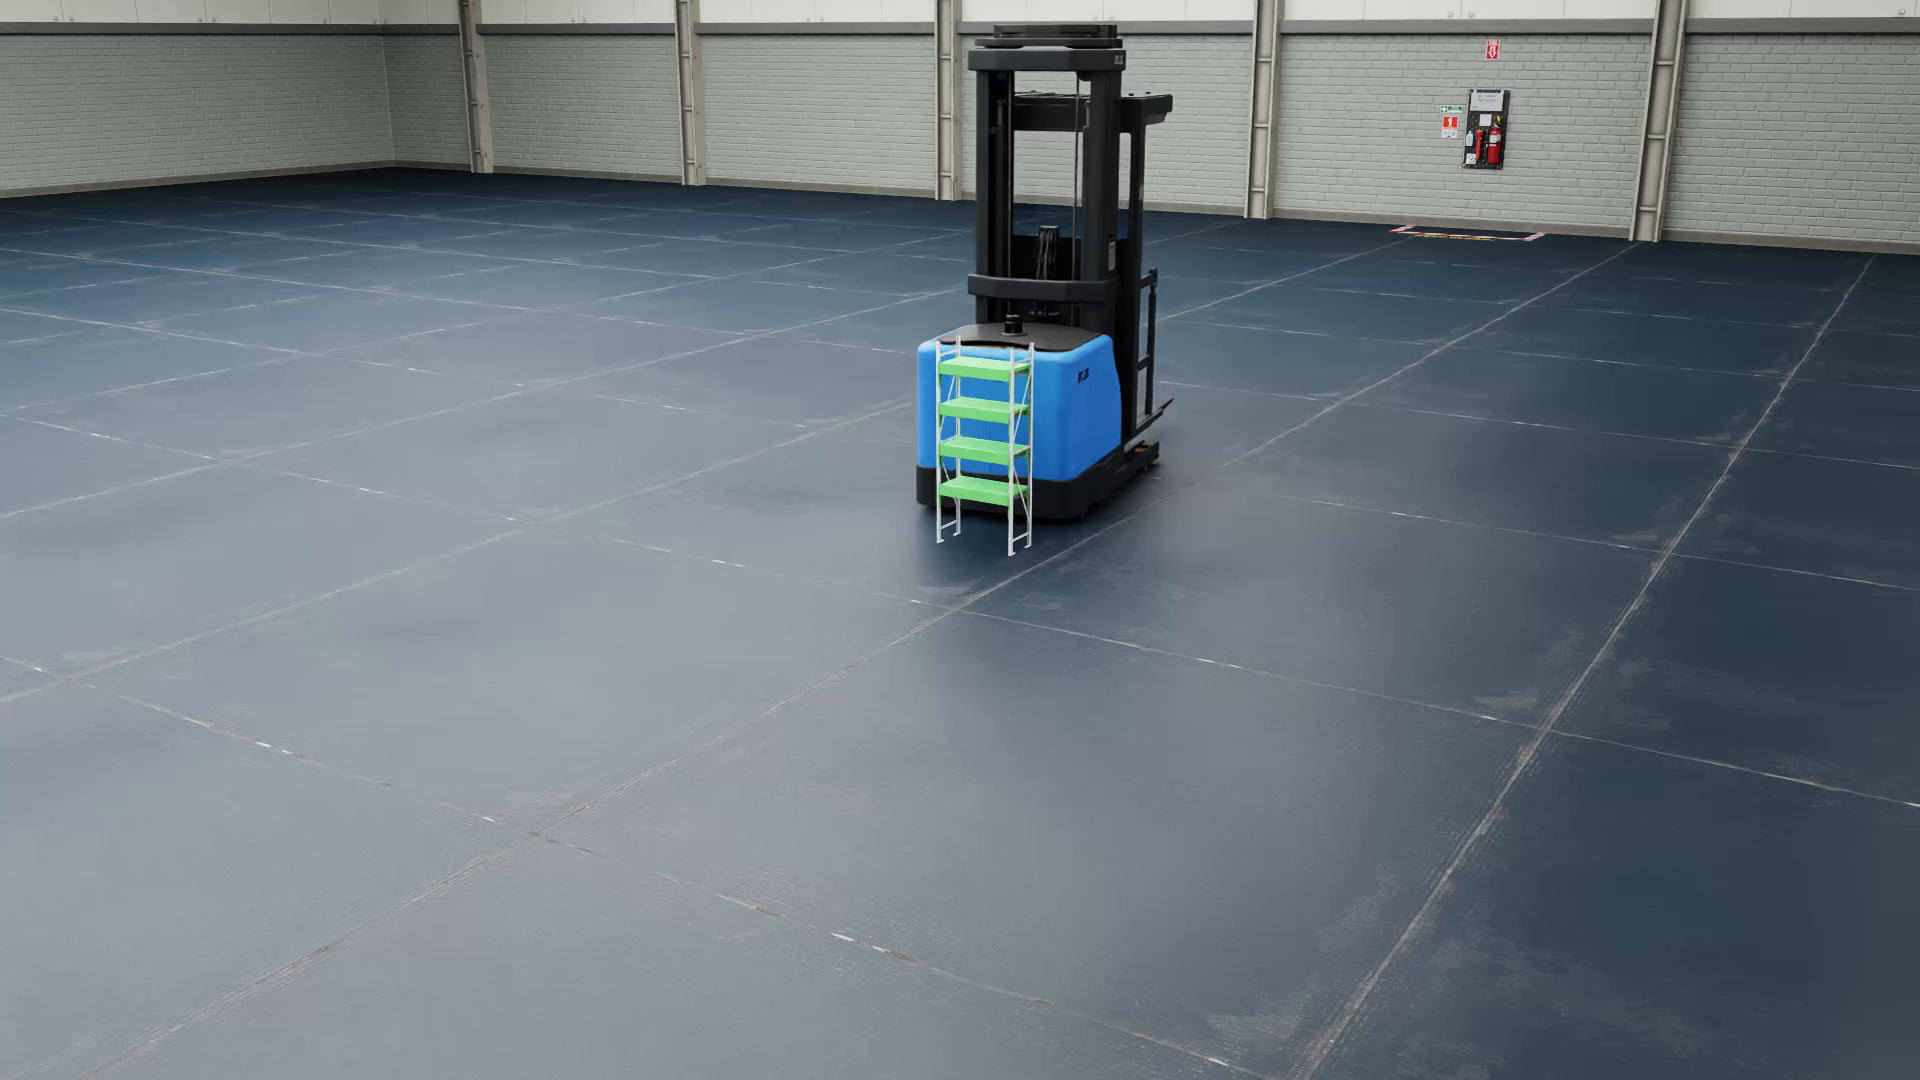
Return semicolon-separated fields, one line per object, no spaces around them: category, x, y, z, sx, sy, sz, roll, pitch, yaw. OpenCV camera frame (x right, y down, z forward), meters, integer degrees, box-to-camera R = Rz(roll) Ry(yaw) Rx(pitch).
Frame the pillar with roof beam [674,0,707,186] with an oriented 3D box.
pillar with roof beam;-7.571;-10.366;28.523;0.400;9.000;9.100;10;20;30

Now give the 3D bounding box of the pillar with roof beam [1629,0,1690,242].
pillar with roof beam;7.767;-7.628;19.510;0.400;9.000;9.100;10;20;30

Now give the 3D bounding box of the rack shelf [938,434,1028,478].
rack shelf;0.141;-0.488;9.643;0.480;0.148;0.258;10;20;30

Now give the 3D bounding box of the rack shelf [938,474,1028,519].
rack shelf;0.141;-0.258;9.712;0.480;0.148;0.258;10;20;30

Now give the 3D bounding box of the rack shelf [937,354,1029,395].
rack shelf;0.141;-0.947;9.503;0.480;0.148;0.258;10;20;30

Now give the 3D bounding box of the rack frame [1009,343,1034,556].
rack frame;0.349;-0.512;9.502;0.015;1.200;0.240;10;20;30

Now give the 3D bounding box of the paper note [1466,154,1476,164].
paper note;7.820;-5.831;25.433;0.142;0.148;0.016;10;20;30

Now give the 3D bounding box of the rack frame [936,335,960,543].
rack frame;-0.067;-0.586;9.746;0.015;1.200;0.240;10;20;30

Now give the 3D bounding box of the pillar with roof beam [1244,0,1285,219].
pillar with roof beam;2.654;-8.540;22.514;0.400;9.000;9.100;10;20;30

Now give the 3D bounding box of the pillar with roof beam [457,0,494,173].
pillar with roof beam;-12.684;-11.278;31.528;0.400;9.000;9.100;10;20;30

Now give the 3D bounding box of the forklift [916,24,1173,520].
forklift;0.748;-1.912;11.132;1.130;2.935;3.031;7;18;21

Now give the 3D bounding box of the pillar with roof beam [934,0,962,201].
pillar with roof beam;-2.458;-9.453;25.519;0.400;9.000;9.100;10;20;30

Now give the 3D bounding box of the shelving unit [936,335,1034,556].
shelving unit;0.141;-0.549;9.624;0.503;1.200;0.258;10;20;30

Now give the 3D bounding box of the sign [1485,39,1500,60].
sign;7.980;-7.344;24.909;0.199;0.298;0.001;10;20;30

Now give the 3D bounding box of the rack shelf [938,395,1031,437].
rack shelf;0.141;-0.717;9.573;0.480;0.148;0.258;10;20;30

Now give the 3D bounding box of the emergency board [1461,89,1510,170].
emergency board;7.934;-6.209;25.160;0.643;1.169;0.194;10;20;30

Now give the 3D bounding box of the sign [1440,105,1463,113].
sign;7.516;-6.586;25.429;0.331;0.109;0.001;10;20;30

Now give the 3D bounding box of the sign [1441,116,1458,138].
sign;7.517;-6.336;25.516;0.234;0.329;0.001;10;20;30
